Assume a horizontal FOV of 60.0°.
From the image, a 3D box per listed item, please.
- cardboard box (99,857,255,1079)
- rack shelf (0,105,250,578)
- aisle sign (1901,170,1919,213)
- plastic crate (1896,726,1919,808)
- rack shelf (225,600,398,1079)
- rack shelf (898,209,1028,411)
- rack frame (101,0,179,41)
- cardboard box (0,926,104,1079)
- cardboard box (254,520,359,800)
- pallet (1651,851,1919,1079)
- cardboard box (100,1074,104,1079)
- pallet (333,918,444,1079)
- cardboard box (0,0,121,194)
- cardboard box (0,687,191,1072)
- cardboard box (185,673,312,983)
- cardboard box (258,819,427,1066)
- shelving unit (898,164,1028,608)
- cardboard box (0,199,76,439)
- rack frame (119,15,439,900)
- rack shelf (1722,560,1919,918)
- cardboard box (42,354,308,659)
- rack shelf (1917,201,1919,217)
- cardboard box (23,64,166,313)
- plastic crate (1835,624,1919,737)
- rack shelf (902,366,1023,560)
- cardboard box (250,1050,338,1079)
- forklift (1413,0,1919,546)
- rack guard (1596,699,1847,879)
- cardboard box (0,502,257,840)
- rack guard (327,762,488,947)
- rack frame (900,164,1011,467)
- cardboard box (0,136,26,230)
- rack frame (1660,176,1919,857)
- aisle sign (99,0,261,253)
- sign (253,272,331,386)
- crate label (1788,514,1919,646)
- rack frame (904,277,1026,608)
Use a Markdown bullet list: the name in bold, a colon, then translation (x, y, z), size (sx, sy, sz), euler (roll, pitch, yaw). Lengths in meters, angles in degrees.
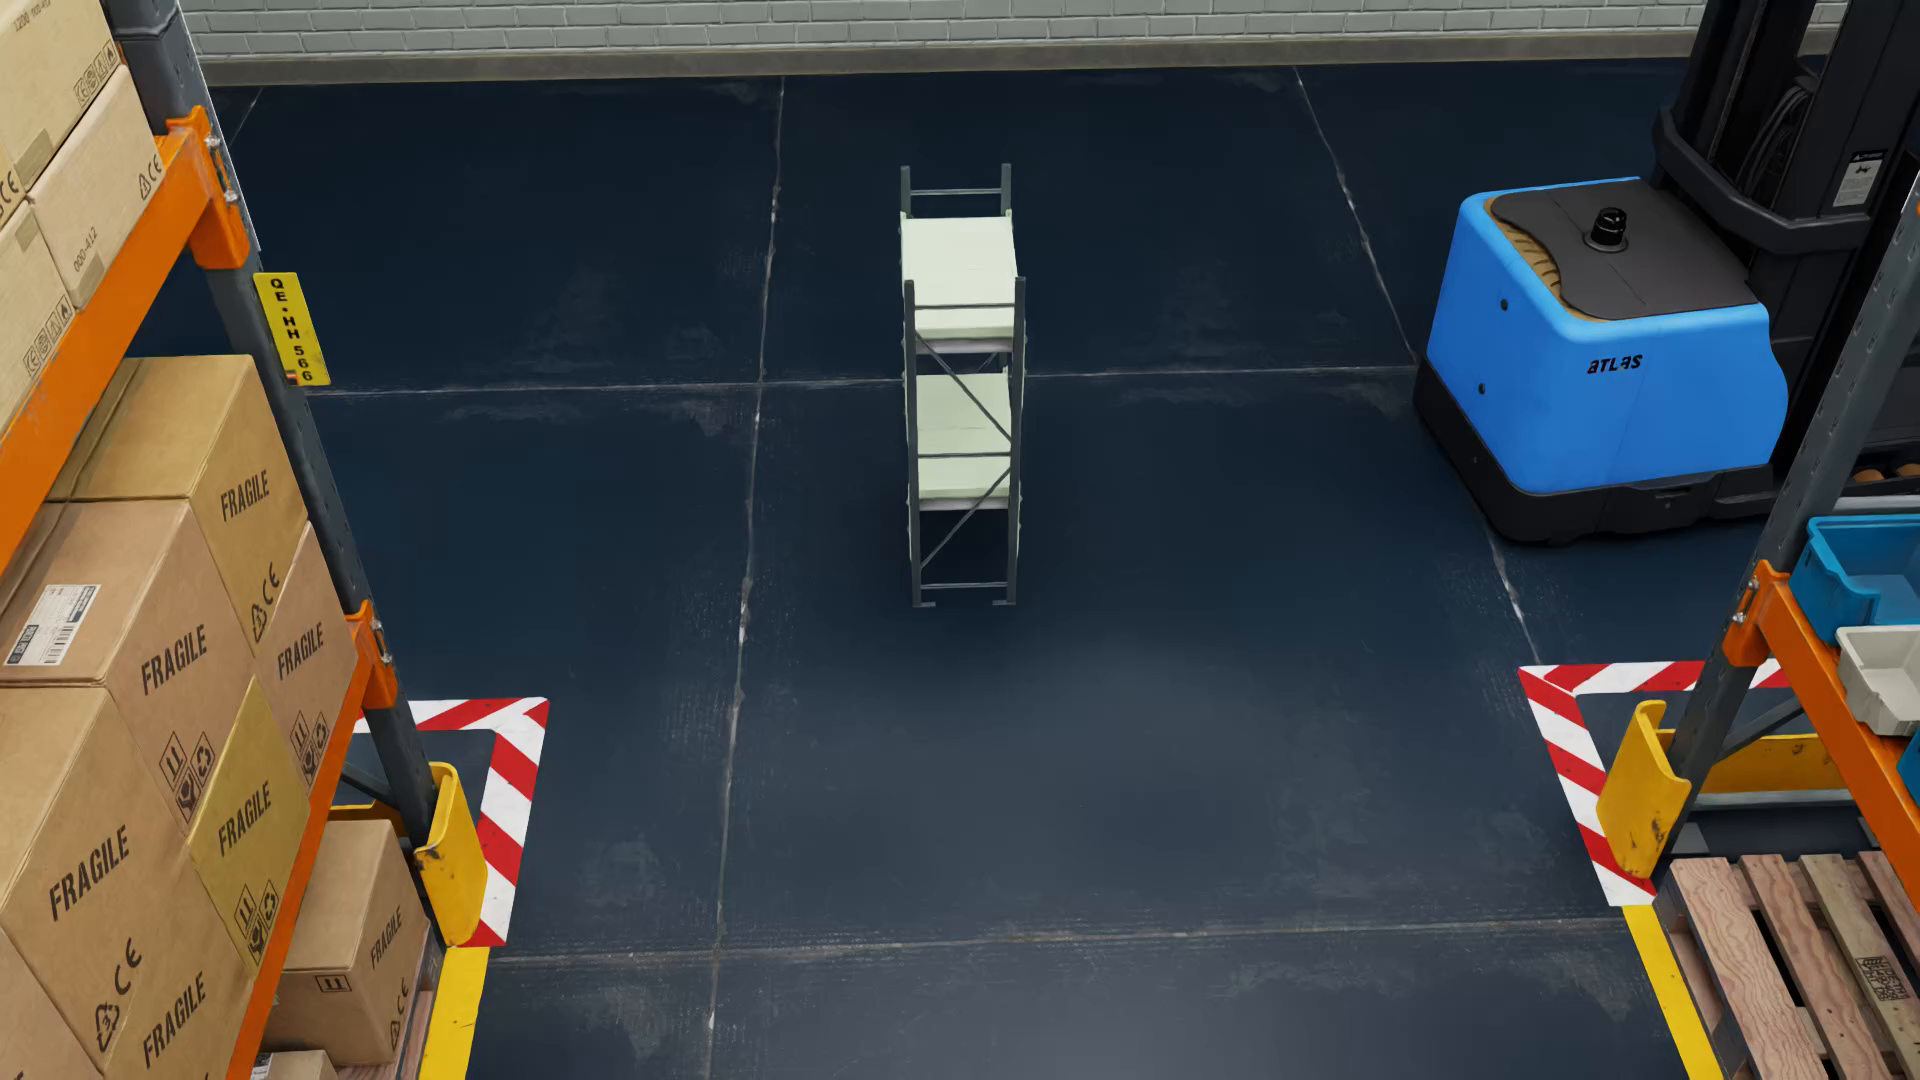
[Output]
- **cardboard box**: translation (-1.822, 0.989, 3.378), size (0.500, 0.500, 0.500), euler (-1, 43, -1)
- **rack shelf**: translation (-2.070, 0.553, 2.239), size (1.077, 0.370, 4.000), euler (-2, 43, -2)
- **aisle sign**: translation (2.495, -1.094, 3.800), size (0.394, 0.787, 0.004), euler (-2, 43, -2)
- **plastic crate**: translation (2.504, 0.564, 3.994), size (0.416, 0.233, 0.300), euler (-2, 43, -2)
- **rack shelf**: translation (-2.070, 1.659, 3.252), size (1.077, 0.370, 4.000), euler (-2, 43, -2)
- **rack shelf**: translation (0.000, -0.836, 5.975), size (0.431, 0.370, 0.720), euler (-2, 43, -2)
- **rack frame**: translation (-2.155, -2.168, 2.455), size (1.000, 3.000, 0.127), euler (-2, 43, -2)
- **cardboard box**: translation (-1.790, 0.968, 2.660), size (0.500, 0.500, 0.500), euler (0, 43, 0)
- **cardboard box**: translation (-1.864, 0.301, 4.127), size (0.500, 0.500, 0.500), euler (0, 43, 0)
- **pallet**: translation (2.791, 1.490, 4.968), size (1.003, 0.211, 1.213), euler (-2, 43, -2)
- **cardboard box**: translation (-1.801, 1.329, 3.007), size (0.500, 0.500, 0.500), euler (-2, 43, -2)
- **pallet**: translation (-2.117, 1.661, 4.782), size (1.003, 0.211, 1.213), euler (-2, 43, -2)
- **cardboard box**: translation (-1.878, -0.852, 2.980), size (0.500, 0.250, 0.500), euler (-2, 43, -2)
- **cardboard box**: translation (-1.812, 0.622, 3.038), size (0.500, 0.500, 0.500), euler (-1, 43, -1)
- **cardboard box**: translation (-1.838, 0.652, 3.745), size (0.500, 0.500, 0.500), euler (-1, 43, -1)
- **cardboard box**: translation (-1.885, 1.163, 4.786), size (0.500, 0.500, 0.500), euler (-2, 43, -2)
- **shelving unit**: translation (0.000, -0.548, 6.238), size (0.431, 1.500, 0.755), euler (-2, 43, -2)
- **cardboard box**: translation (-1.859, -0.330, 2.781), size (0.500, 0.250, 0.500), euler (-2, 43, -2)
- **rack frame**: translation (-2.155, 0.044, 4.482), size (1.000, 3.000, 0.127), euler (-2, 43, -2)
- **rack shelf**: translation (2.879, 1.519, 3.405), size (1.077, 0.370, 4.000), euler (-2, 43, -2)
- **cardboard box**: translation (-1.861, -0.069, 3.792), size (0.500, 0.500, 0.500), euler (-2, 43, -2)
- **rack shelf**: translation (2.879, 0.414, 2.391), size (1.077, 0.370, 4.000), euler (-2, 43, -2)
- **cardboard box**: translation (-1.869, -0.667, 3.149), size (0.500, 0.250, 0.500), euler (-2, 43, -2)
- **plastic crate**: translation (2.407, 0.374, 4.273), size (0.250, 0.136, 0.298), euler (-2, 43, -2)
- **rack shelf**: translation (0.000, -0.308, 6.459), size (0.431, 0.370, 0.720), euler (-2, 43, -2)
- **cardboard box**: translation (-1.958, 1.562, 4.597), size (0.380, 0.166, 0.250), euler (-2, 43, -2)
- **forklift**: translation (3.562, -1.553, 6.276), size (3.031, 2.935, 1.130), euler (-8, 43, -8)
- **rack guard**: translation (2.780, 0.810, 5.497), size (1.175, 0.500, 0.348), euler (-2, 43, -2)
- **cardboard box**: translation (-1.839, 0.272, 3.420), size (0.500, 0.500, 0.500), euler (-1, 43, -1)
- **rack guard**: translation (-2.151, 1.016, 5.271), size (1.175, 0.500, 0.348), euler (-2, 43, -2)
- **rack frame**: translation (-0.015, -0.795, 6.508), size (0.400, 1.500, 0.023), euler (-2, 43, -2)
- **cardboard box**: translation (-1.857, -0.514, 2.612), size (0.500, 0.250, 0.500), euler (-2, 43, -2)
- **rack frame**: translation (2.794, -0.096, 4.635), size (1.000, 3.000, 0.127), euler (-2, 43, -2)
- **aisle sign**: translation (-1.852, -0.969, 3.664), size (0.394, 0.787, 0.004), euler (-2, 43, -2)
- **sign**: translation (-1.599, -0.502, 3.987), size (0.100, 0.325, 0.005), euler (-2, 43, -2)
- **crate label**: translation (2.476, 0.120, 4.479), size (0.416, 0.233, 0.303), euler (-2, 43, -2)
- **rack frame**: translation (0.016, -0.301, 5.969), size (0.400, 1.500, 0.023), euler (-2, 43, -2)
